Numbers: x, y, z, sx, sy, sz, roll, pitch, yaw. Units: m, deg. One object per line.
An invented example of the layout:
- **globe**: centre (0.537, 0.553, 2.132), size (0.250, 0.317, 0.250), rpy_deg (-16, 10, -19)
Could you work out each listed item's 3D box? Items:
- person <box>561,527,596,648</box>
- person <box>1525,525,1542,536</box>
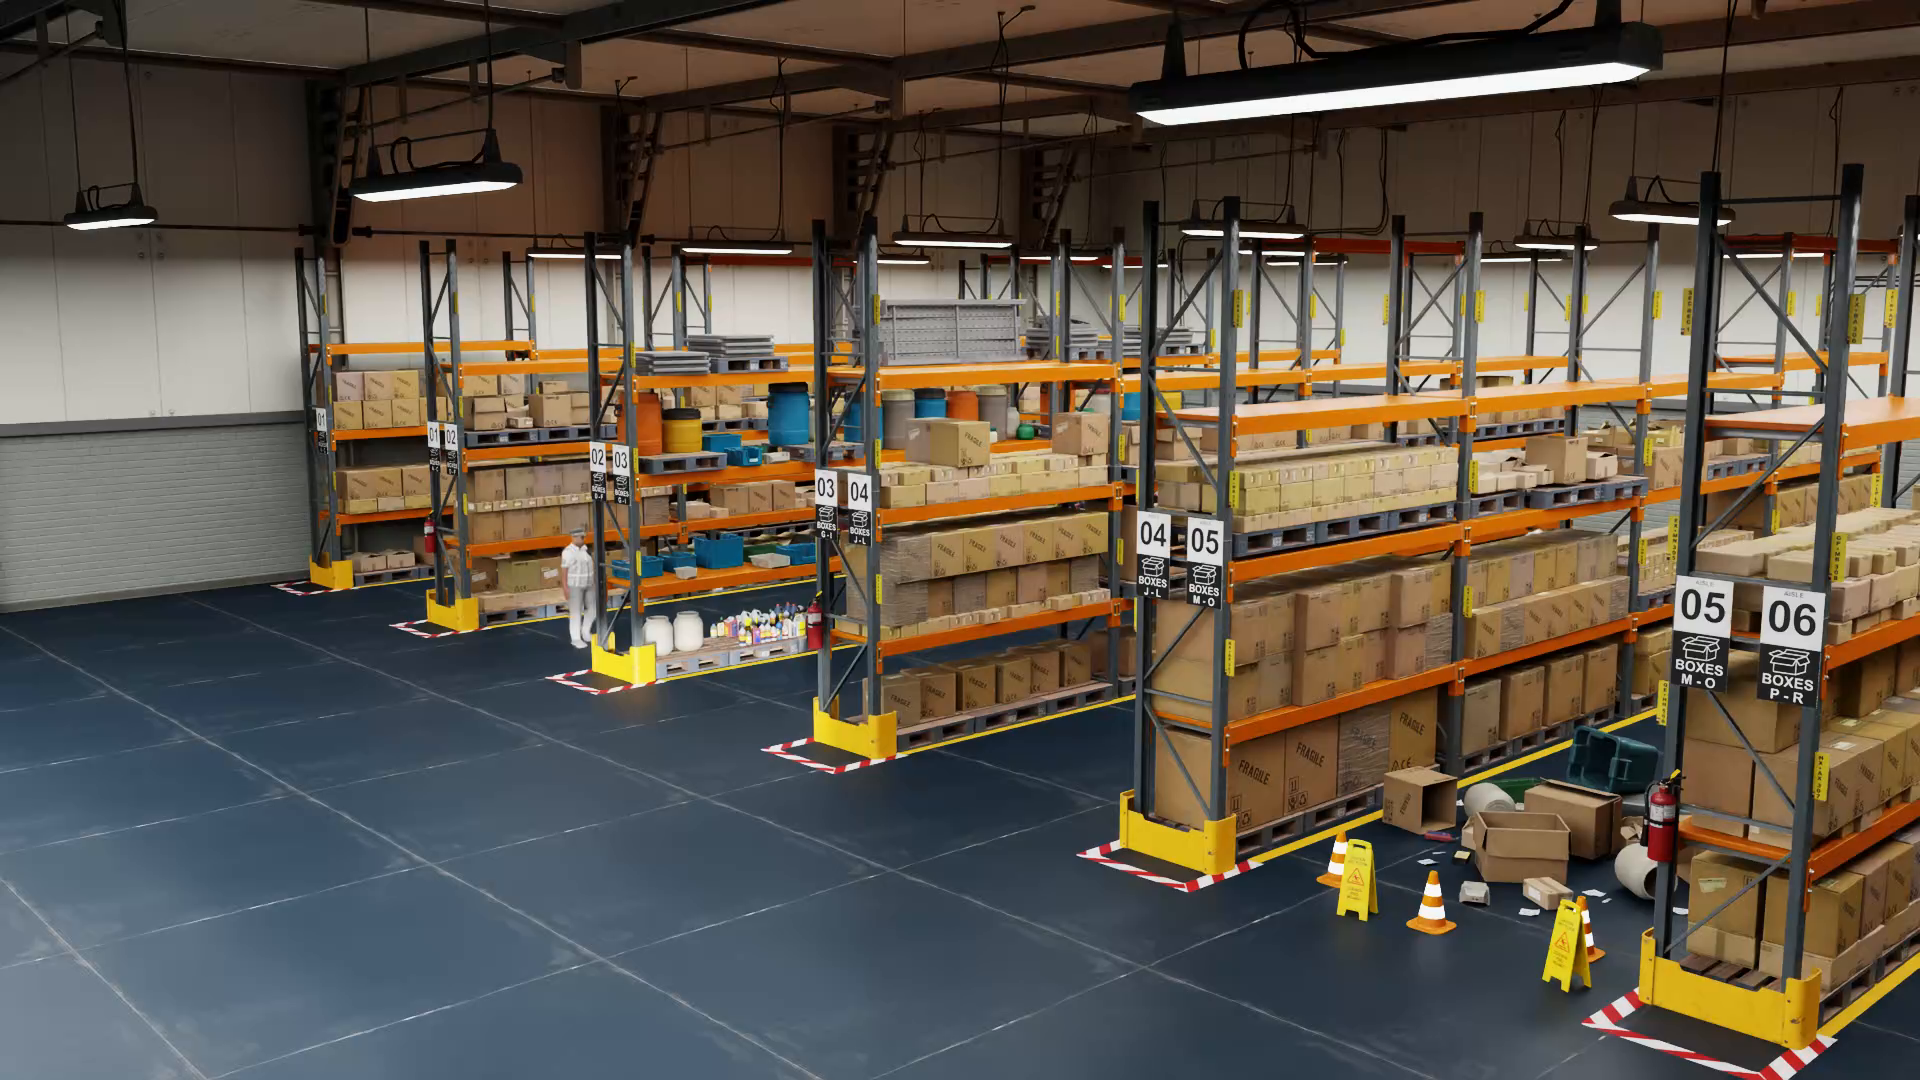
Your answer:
- **person**: centre (-5.654, 0.695, 24.736), size (0.507, 1.785, 0.609), rpy_deg (6, 10, 36)
- **person**: centre (9.003, 0.443, 26.191), size (0.383, 1.791, 0.625), rpy_deg (7, 11, 38)
